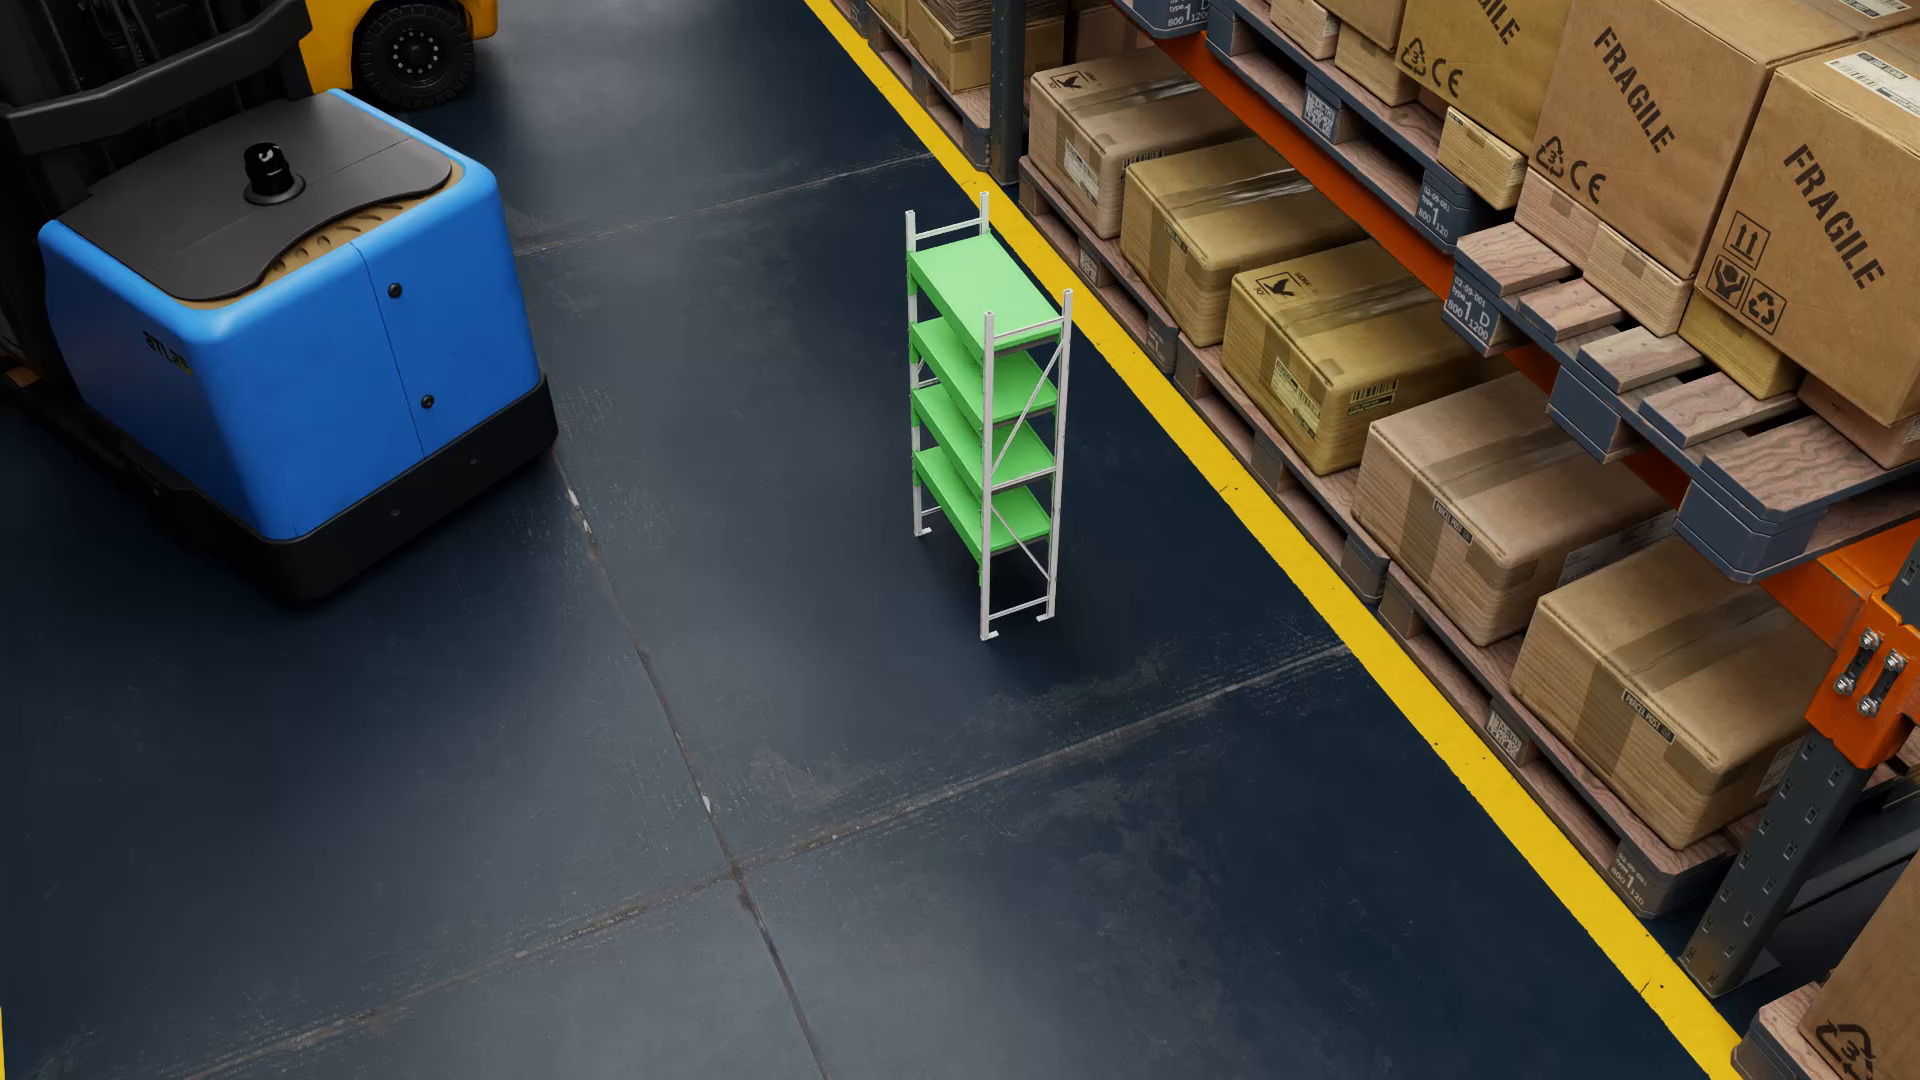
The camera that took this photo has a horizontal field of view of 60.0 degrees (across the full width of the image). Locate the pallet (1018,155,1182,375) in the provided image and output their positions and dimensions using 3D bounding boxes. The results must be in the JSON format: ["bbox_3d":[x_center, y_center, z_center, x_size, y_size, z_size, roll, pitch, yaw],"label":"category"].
[{"bbox_3d":[0.924,-1.178,6.294,1.003,0.211,1.213,-18,47,-17],"label":"pallet"}]

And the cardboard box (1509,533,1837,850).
[{"bbox_3d":[2.049,0.306,4.377,0.950,0.372,0.625,-21,48,-20],"label":"cardboard box"}]

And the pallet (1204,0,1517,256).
[{"bbox_3d":[1.408,-1.298,4.567,1.003,0.211,1.213,-18,47,-17],"label":"pallet"}]

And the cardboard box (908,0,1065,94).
[{"bbox_3d":[0.103,-2.134,6.936,0.500,0.250,0.500,-16,47,-16],"label":"cardboard box"}]

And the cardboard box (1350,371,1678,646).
[{"bbox_3d":[1.731,-0.162,4.851,0.950,0.372,0.625,-19,48,-18],"label":"cardboard box"}]

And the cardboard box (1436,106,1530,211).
[{"bbox_3d":[1.374,-0.948,3.955,0.380,0.149,0.250,-17,47,-17],"label":"cardboard box"}]

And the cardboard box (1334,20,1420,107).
[{"bbox_3d":[1.202,-1.281,4.292,0.380,0.149,0.250,-19,48,-19],"label":"cardboard box"}]

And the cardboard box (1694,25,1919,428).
[{"bbox_3d":[1.834,-0.616,3.157,0.500,0.500,0.500,-19,48,-19],"label":"cardboard box"}]

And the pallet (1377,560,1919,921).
[{"bbox_3d":[1.950,0.377,4.718,1.003,0.211,1.213,-18,47,-17],"label":"pallet"}]

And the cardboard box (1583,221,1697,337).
[{"bbox_3d":[1.601,-0.614,3.616,0.380,0.149,0.250,-18,48,-18],"label":"cardboard box"}]

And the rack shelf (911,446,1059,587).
[{"bbox_3d":[0.070,-0.105,4.935,0.258,0.148,0.480,-18,47,-17],"label":"rack shelf"}]

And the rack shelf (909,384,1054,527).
[{"bbox_3d":[0.070,-0.276,4.767,0.258,0.148,0.480,-18,47,-17],"label":"rack shelf"}]

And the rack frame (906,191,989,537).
[{"bbox_3d":[-0.033,-0.477,4.879,0.240,1.200,0.015,-18,47,-17],"label":"rack frame"}]

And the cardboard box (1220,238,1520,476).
[{"bbox_3d":[1.417,-0.647,5.342,0.950,0.372,0.625,-17,47,-16],"label":"cardboard box"}]

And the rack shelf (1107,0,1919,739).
[{"bbox_3d":[1.436,-1.136,4.778,1.077,0.370,4.000,-18,47,-17],"label":"rack shelf"}]

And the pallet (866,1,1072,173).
[{"bbox_3d":[0.281,-2.091,7.219,1.003,0.211,1.213,-18,47,-17],"label":"pallet"}]

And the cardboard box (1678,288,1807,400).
[{"bbox_3d":[1.747,-0.466,3.467,0.380,0.149,0.250,-17,47,-17],"label":"cardboard box"}]

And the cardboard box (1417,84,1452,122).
[{"bbox_3d":[1.383,-1.145,4.155,0.380,0.149,0.250,-18,47,-17],"label":"cardboard box"}]

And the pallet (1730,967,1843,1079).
[{"bbox_3d":[2.540,1.400,3.681,1.003,0.211,1.213,-18,47,-17],"label":"pallet"}]

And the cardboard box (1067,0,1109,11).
[{"bbox_3d":[0.592,-2.560,6.833,0.500,0.500,0.500,-16,47,-16],"label":"cardboard box"}]

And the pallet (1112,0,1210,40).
[{"bbox_3d":[0.785,-2.068,5.347,1.003,0.211,1.213,-18,47,-17],"label":"pallet"}]

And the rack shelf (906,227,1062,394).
[{"bbox_3d":[0.070,-0.618,4.429,0.258,0.148,0.480,-18,47,-17],"label":"rack shelf"}]

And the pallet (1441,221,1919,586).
[{"bbox_3d":[1.881,-0.472,3.729,1.213,0.211,1.003,-18,47,-17],"label":"pallet"}]

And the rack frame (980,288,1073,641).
[{"bbox_3d":[0.172,-0.166,4.564,0.240,1.200,0.015,-18,47,-17],"label":"rack frame"}]

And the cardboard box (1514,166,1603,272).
[{"bbox_3d":[1.502,-0.776,3.781,0.380,0.149,0.250,-20,48,-19],"label":"cardboard box"}]

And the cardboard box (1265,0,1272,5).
[{"bbox_3d":[0.999,-1.627,4.643,0.380,0.149,0.250,-18,47,-17],"label":"cardboard box"}]

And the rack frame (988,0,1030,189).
[{"bbox_3d":[0.595,-2.666,5.817,1.000,3.000,0.127,-18,47,-17],"label":"rack frame"}]

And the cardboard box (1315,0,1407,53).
[{"bbox_3d":[1.165,-1.612,4.166,0.500,0.500,0.500,-20,48,-19],"label":"cardboard box"}]

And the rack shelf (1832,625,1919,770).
[{"bbox_3d":[3.118,1.413,2.194,1.077,0.370,4.000,-18,47,-17],"label":"rack shelf"}]

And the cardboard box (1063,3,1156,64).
[{"bbox_3d":[0.592,-2.293,7.097,0.500,0.250,0.500,-20,48,-19],"label":"cardboard box"}]

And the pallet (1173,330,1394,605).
[{"bbox_3d":[1.441,-0.399,5.505,1.003,0.211,1.213,-18,47,-17],"label":"pallet"}]

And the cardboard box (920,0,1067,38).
[{"bbox_3d":[0.103,-2.402,6.673,0.500,0.500,0.500,-19,48,-18],"label":"cardboard box"}]

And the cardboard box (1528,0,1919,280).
[{"bbox_3d":[1.606,-0.942,3.487,0.500,0.500,0.500,-19,48,-18],"label":"cardboard box"}]

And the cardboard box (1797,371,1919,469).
[{"bbox_3d":[1.926,-0.317,3.315,0.380,0.149,0.250,-16,47,-16],"label":"cardboard box"}]

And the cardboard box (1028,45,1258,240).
[{"bbox_3d":[0.818,-1.547,6.254,0.950,0.372,0.625,-17,47,-17],"label":"cardboard box"}]

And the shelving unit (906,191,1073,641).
[{"bbox_3d":[0.070,-0.322,4.722,0.258,1.200,0.503,-18,47,-17],"label":"shelving unit"}]

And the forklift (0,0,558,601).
[{"bbox_3d":[-2.793,-1.737,4.923,3.031,2.935,1.130,30,52,27],"label":"forklift"}]

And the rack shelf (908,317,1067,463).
[{"bbox_3d":[0.070,-0.447,4.598,0.258,0.148,0.480,-18,47,-17],"label":"rack shelf"}]

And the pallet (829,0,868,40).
[{"bbox_3d":[-0.236,-2.870,8.008,1.003,0.211,1.213,-18,47,-17],"label":"pallet"}]

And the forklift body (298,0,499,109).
[{"bbox_3d":[-3.136,-2.775,6.531,2.313,2.155,1.214,-18,47,-17],"label":"forklift body"}]

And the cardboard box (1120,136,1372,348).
[{"bbox_3d":[1.123,-1.090,5.791,0.950,0.372,0.625,-15,47,-15],"label":"cardboard box"}]

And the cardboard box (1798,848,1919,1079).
[{"bbox_3d":[2.492,0.954,3.361,0.875,0.875,0.875,-18,48,-18],"label":"cardboard box"}]

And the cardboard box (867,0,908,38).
[{"bbox_3d":[-0.130,-2.471,7.277,0.500,0.250,0.500,-19,48,-18],"label":"cardboard box"}]

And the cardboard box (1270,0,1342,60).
[{"bbox_3d":[1.064,-1.442,4.456,0.380,0.149,0.250,-16,47,-16],"label":"cardboard box"}]

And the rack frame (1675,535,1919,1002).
[{"bbox_3d":[2.277,-0.117,3.233,1.000,3.000,0.127,-18,47,-17],"label":"rack frame"}]

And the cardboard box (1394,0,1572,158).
[{"bbox_3d":[1.393,-1.263,3.813,0.500,0.500,0.500,-21,48,-20],"label":"cardboard box"}]
